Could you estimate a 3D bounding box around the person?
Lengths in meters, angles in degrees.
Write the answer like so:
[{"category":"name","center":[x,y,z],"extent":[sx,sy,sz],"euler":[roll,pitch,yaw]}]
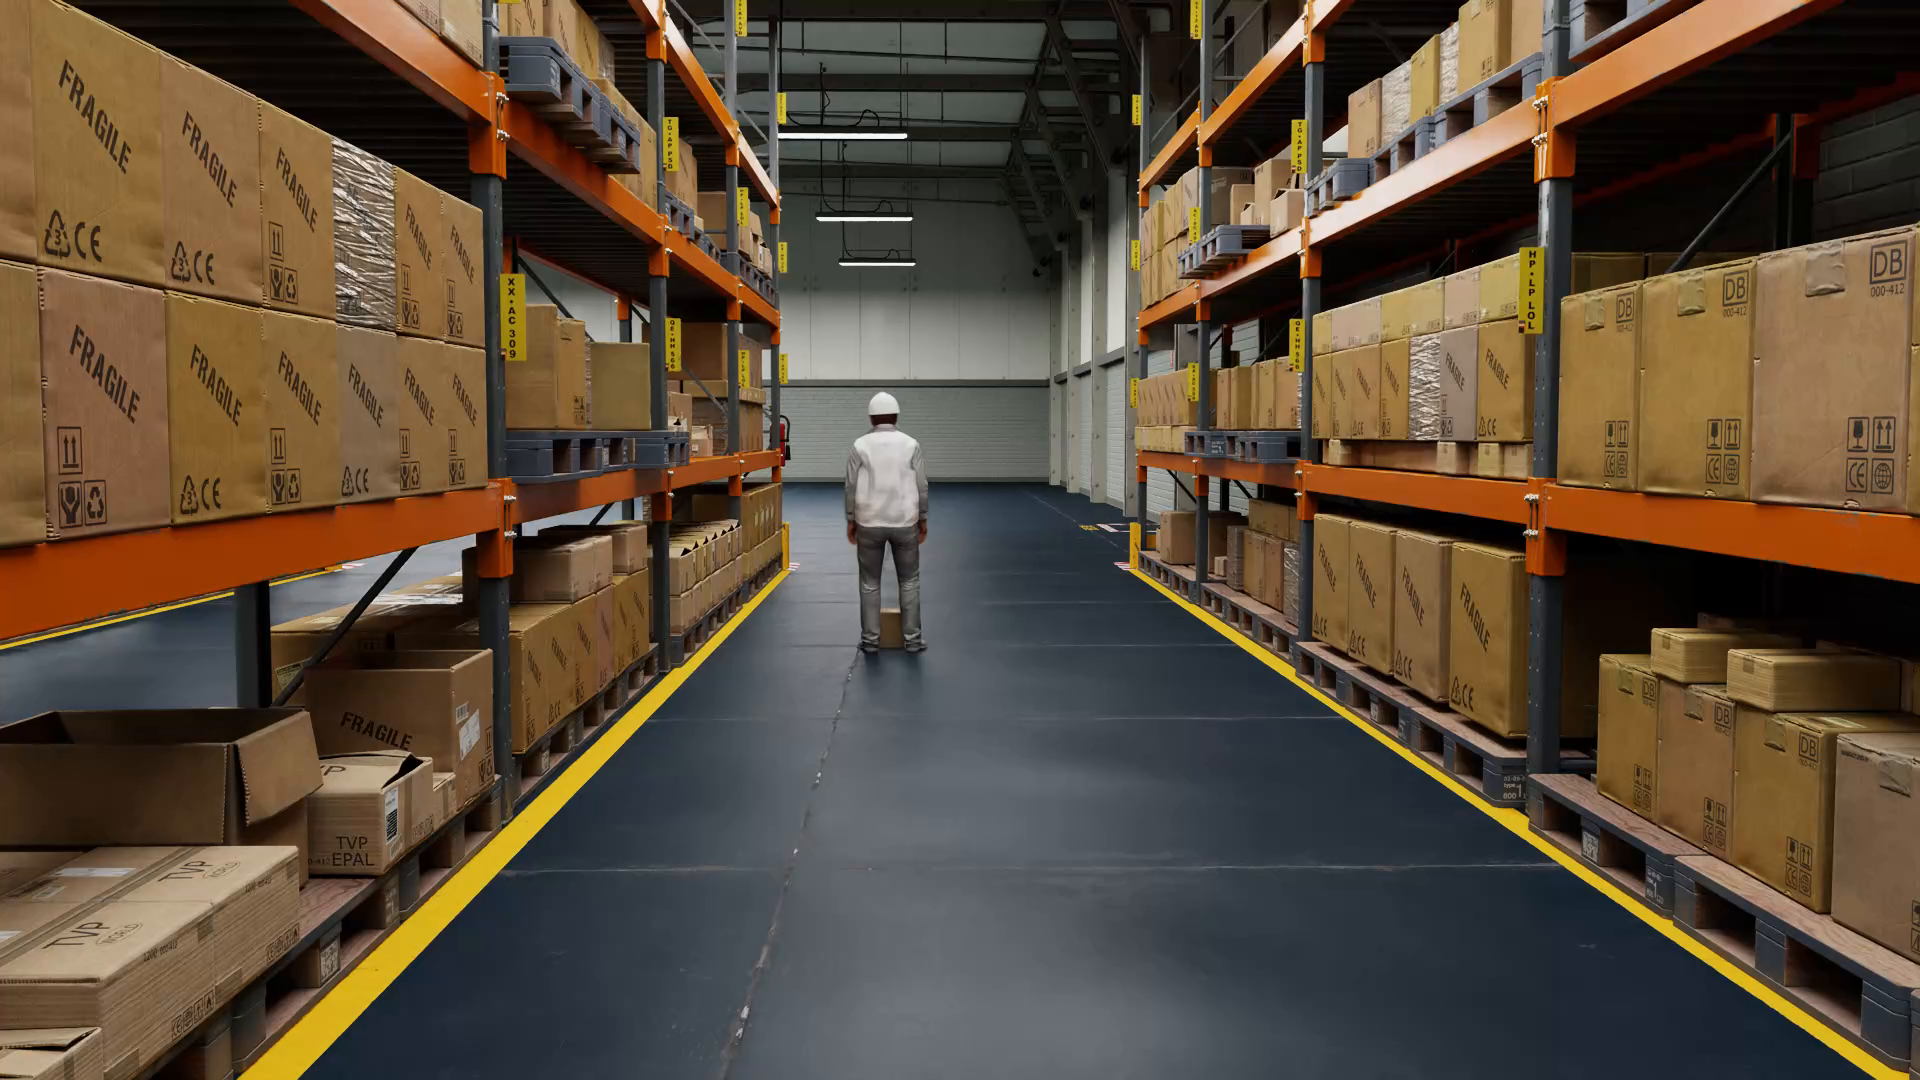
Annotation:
[{"category":"person","center":[-0.502,-0.120,11.383],"extent":[0.576,1.770,0.464],"euler":[0,4,-4]}]
